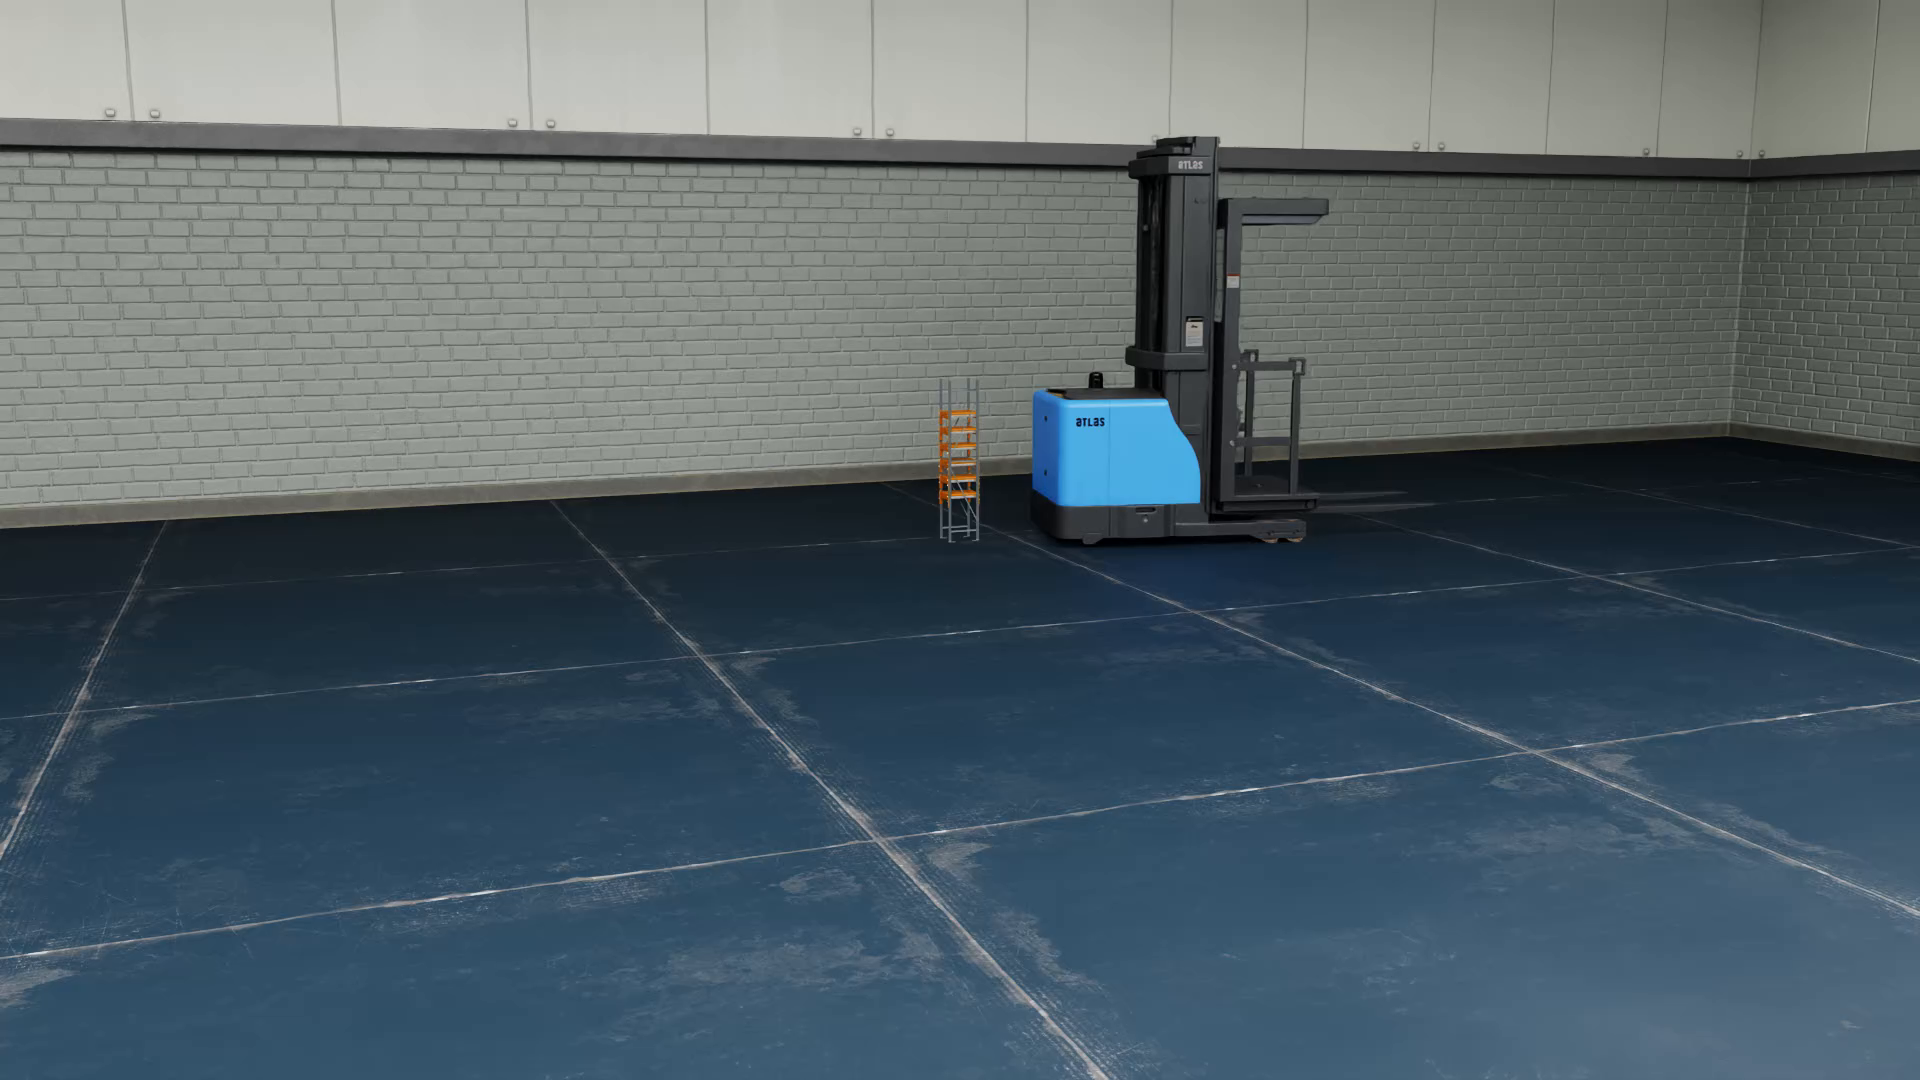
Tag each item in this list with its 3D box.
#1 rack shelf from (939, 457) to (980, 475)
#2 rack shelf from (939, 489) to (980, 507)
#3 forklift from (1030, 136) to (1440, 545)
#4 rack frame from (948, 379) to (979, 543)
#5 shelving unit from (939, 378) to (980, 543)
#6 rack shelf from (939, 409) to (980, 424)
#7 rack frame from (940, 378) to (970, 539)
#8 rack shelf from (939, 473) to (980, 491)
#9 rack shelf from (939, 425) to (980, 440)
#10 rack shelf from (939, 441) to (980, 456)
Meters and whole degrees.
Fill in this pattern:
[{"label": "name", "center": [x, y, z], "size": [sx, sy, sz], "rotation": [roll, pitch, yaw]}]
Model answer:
[{"label": "rack shelf", "center": [-0.005, -0.549, 12.336], "size": [0.258, 0.103, 0.180], "rotation": [-4, 11, -21]}, {"label": "rack shelf", "center": [-0.005, -0.313, 12.378], "size": [0.258, 0.103, 0.180], "rotation": [-4, 11, -21]}, {"label": "forklift", "center": [2.114, -1.509, 12.535], "size": [3.031, 2.935, 1.130], "rotation": [-2, 10, -10]}, {"label": "rack frame", "center": [0.028, -0.578, 12.244], "size": [0.240, 1.200, 0.006], "rotation": [-4, 11, -21]}, {"label": "shelving unit", "center": [-0.005, -0.593, 12.328], "size": [0.258, 1.200, 0.189], "rotation": [-4, 11, -21]}, {"label": "rack shelf", "center": [-0.005, -0.904, 12.273], "size": [0.258, 0.103, 0.180], "rotation": [-4, 11, -21]}, {"label": "rack frame", "center": [-0.038, -0.608, 12.412], "size": [0.240, 1.200, 0.006], "rotation": [-4, 11, -21]}, {"label": "rack shelf", "center": [-0.005, -0.431, 12.357], "size": [0.258, 0.103, 0.180], "rotation": [-4, 11, -21]}, {"label": "rack shelf", "center": [-0.005, -0.786, 12.294], "size": [0.258, 0.103, 0.180], "rotation": [-4, 11, -21]}, {"label": "rack shelf", "center": [-0.005, -0.667, 12.315], "size": [0.258, 0.103, 0.180], "rotation": [-4, 11, -21]}]
